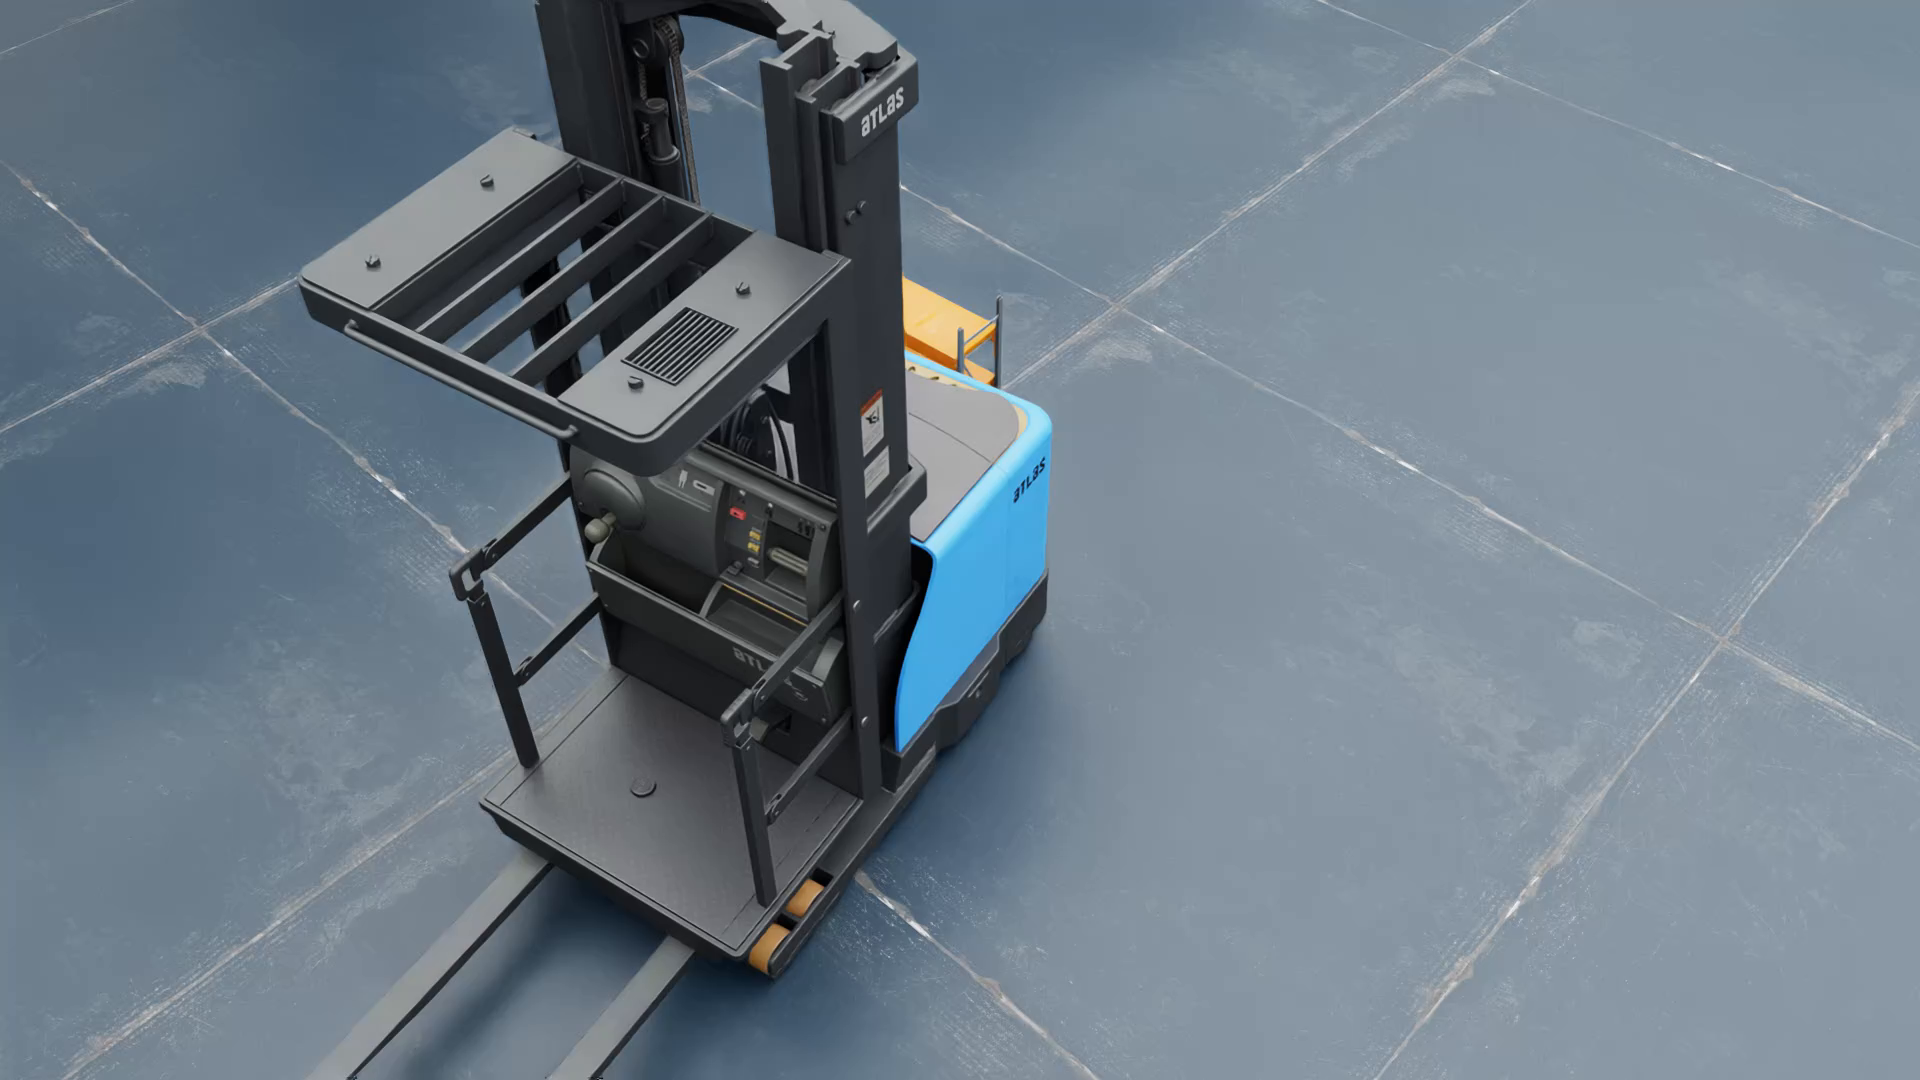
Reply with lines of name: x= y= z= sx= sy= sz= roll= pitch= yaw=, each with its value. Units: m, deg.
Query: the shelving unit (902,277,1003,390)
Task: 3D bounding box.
shelving unit: x=-0.118 y=-0.502 z=6.399 sx=0.503 sy=1.200 sz=0.258 roll=31 pitch=54 yaw=26

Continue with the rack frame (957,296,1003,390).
rack frame: x=0.071 y=-0.390 z=6.293 sx=0.015 sy=1.200 sz=0.240 roll=31 pitch=54 yaw=26

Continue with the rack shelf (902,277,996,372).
rack shelf: x=-0.118 y=-0.771 z=6.112 sx=0.480 sy=0.148 sz=0.258 roll=31 pitch=54 yaw=26

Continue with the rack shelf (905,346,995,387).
rack shelf: x=-0.118 y=-0.609 z=6.284 sx=0.480 sy=0.148 sz=0.258 roll=31 pitch=54 yaw=26

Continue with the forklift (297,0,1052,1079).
forklift: x=-0.880 y=0.012 z=4.728 sx=1.130 sy=2.935 sz=3.031 roll=25 pitch=52 yaw=21
